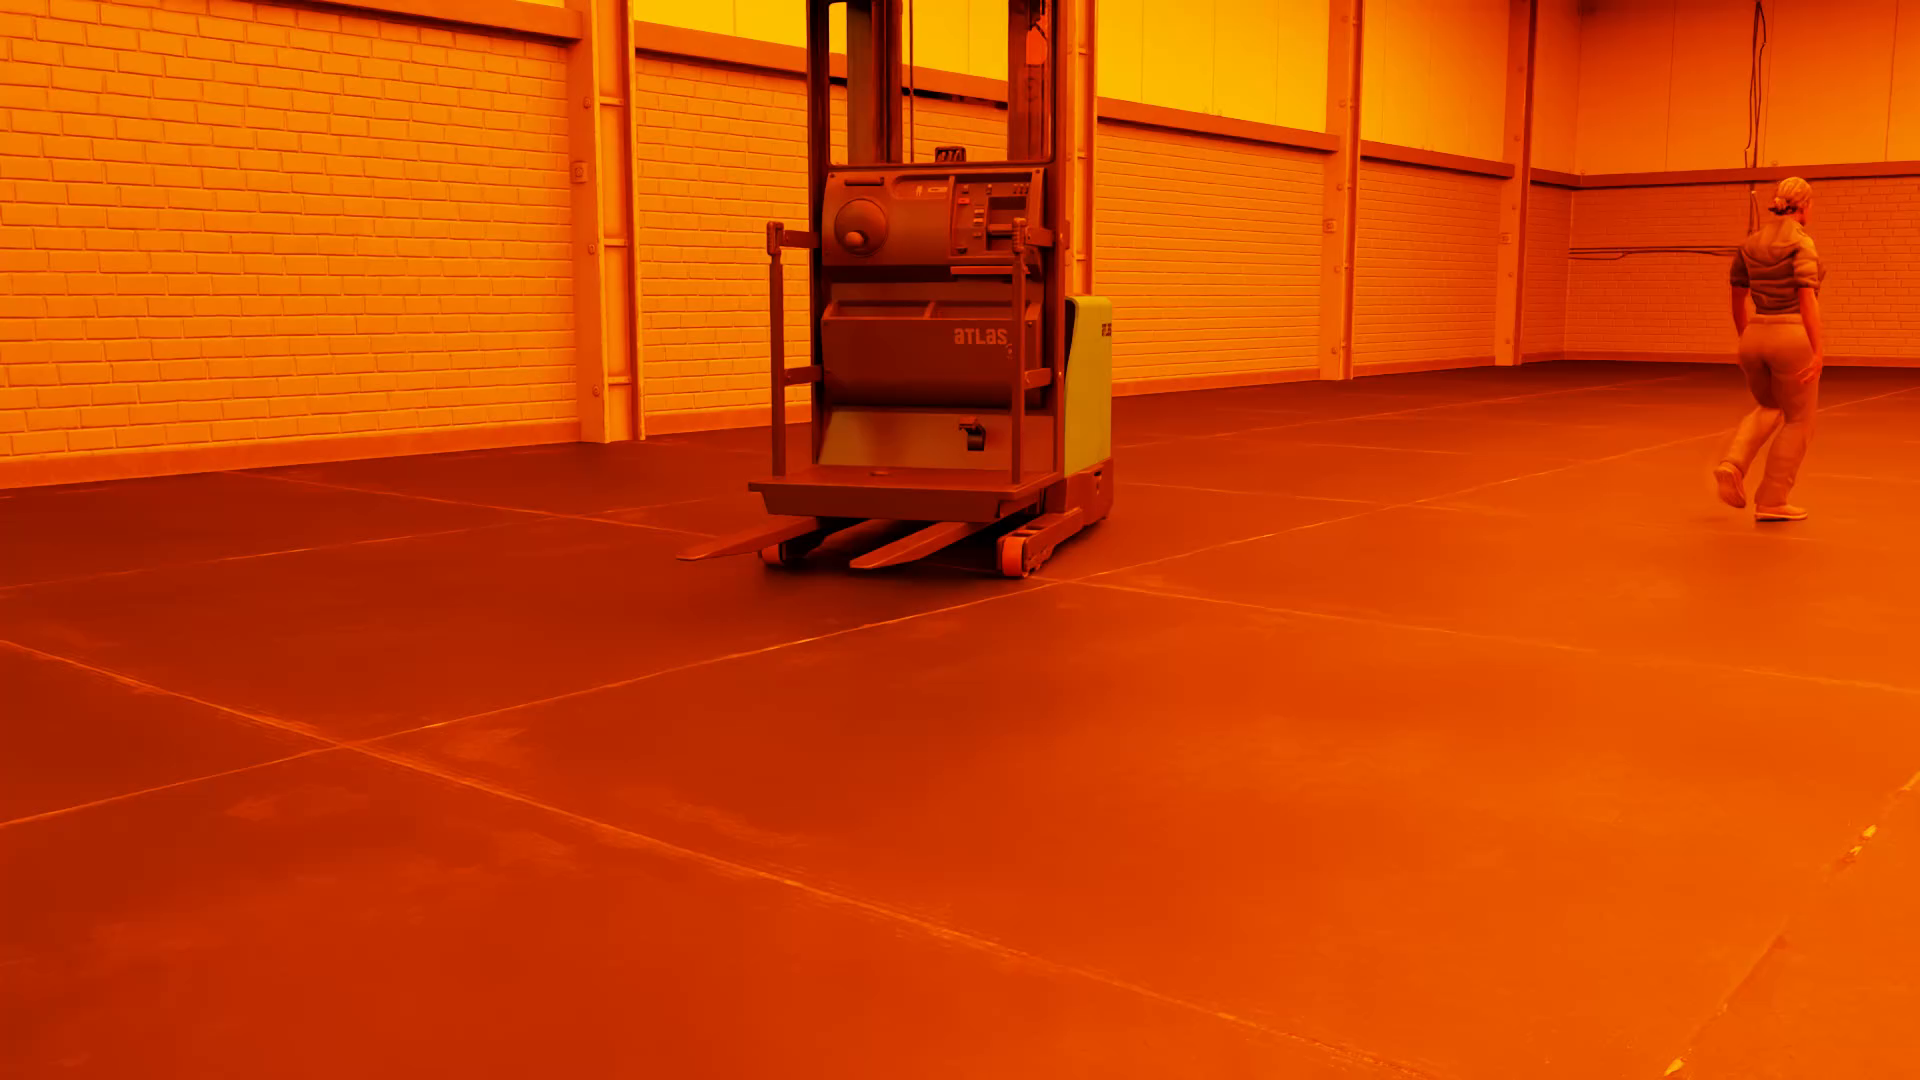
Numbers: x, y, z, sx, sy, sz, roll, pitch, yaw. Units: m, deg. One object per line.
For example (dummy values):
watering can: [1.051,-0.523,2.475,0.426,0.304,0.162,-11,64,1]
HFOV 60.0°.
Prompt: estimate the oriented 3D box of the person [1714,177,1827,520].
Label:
person: [3.983,-0.921,8.054,0.448,1.639,0.611,-3,9,-22]

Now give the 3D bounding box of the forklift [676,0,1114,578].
forklift: [-0.176,-1.366,6.616,1.130,2.935,3.031,3,9,17]
